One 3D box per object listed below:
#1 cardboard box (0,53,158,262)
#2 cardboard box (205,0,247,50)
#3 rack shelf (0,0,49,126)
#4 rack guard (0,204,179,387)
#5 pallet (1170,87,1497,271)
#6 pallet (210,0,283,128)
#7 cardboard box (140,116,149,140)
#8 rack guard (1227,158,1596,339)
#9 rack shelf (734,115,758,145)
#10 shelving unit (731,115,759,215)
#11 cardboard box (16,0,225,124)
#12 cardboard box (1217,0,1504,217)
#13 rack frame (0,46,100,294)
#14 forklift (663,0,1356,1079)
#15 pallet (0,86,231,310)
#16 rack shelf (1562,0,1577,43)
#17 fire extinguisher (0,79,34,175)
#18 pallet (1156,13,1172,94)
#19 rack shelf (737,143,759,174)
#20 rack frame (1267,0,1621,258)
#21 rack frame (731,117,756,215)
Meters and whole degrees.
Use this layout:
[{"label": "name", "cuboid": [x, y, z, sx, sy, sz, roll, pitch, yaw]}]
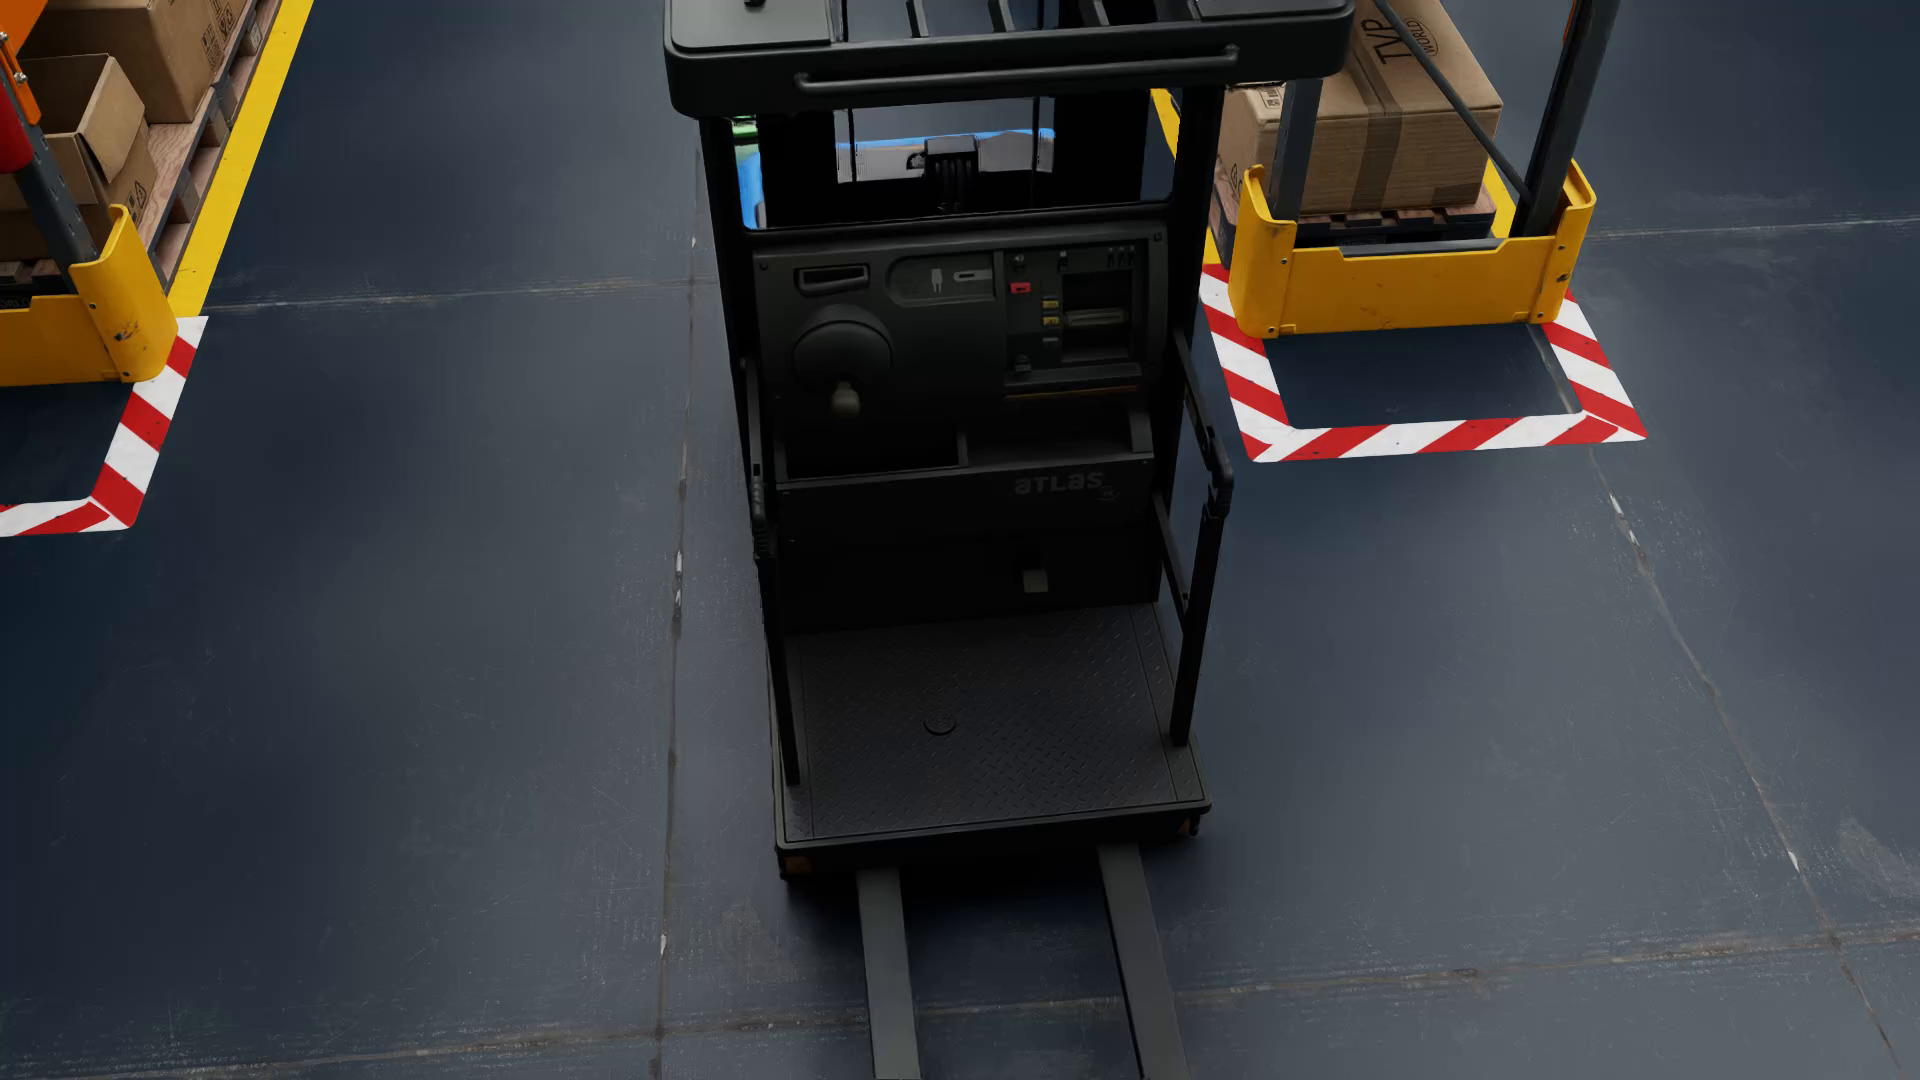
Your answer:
[{"label": "cardboard box", "cuboid": [-3.328, -1.352, 5.894, 0.797, 0.503, 0.637, -5, 47, -5]}, {"label": "cardboard box", "cuboid": [-3.306, -2.360, 6.852, 0.500, 0.500, 0.500, -3, 47, -3]}, {"label": "rack shelf", "cuboid": [-3.539, -2.817, 6.348, 1.077, 0.370, 4.000, -3, 47, -3]}, {"label": "rack guard", "cuboid": [-3.378, -0.813, 5.676, 1.175, 0.500, 0.348, -3, 47, -3]}, {"label": "pallet", "cuboid": [1.430, -1.537, 6.560, 1.003, 0.211, 1.213, -3, 47, -3]}, {"label": "pallet", "cuboid": [-3.545, -2.171, 7.161, 1.003, 0.211, 1.213, -3, 47, -3]}, {"label": "cardboard box", "cuboid": [-3.325, -1.540, 6.316, 0.380, 0.149, 0.250, -5, 47, -5]}, {"label": "rack guard", "cuboid": [1.576, -1.045, 5.895, 1.175, 0.500, 0.348, -3, 47, -3]}, {"label": "rack shelf", "cuboid": [-0.621, -1.334, 5.114, 0.258, 0.148, 0.480, -10, 47, -10]}, {"label": "shelving unit", "cuboid": [-0.621, -1.048, 5.416, 0.258, 1.200, 0.503, -10, 47, -10]}, {"label": "cardboard box", "cuboid": [-3.361, -1.971, 6.484, 0.700, 0.500, 0.500, -2, 47, -2]}, {"label": "cardboard box", "cuboid": [1.420, -1.657, 6.228, 0.875, 0.438, 0.875, -5, 47, -5]}, {"label": "rack frame", "cuboid": [-3.372, -1.617, 4.716, 1.000, 3.000, 0.127, -3, 47, -3]}, {"label": "forklift", "cuboid": [0.037, -0.398, 3.609, 1.130, 2.935, 3.031, -5, 47, -5]}, {"label": "pallet", "cuboid": [-3.446, -1.290, 6.327, 1.003, 0.211, 1.213, -3, 47, -3]}, {"label": "rack shelf", "cuboid": [1.407, -3.122, 6.636, 1.077, 0.370, 4.000, -3, 47, -3]}, {"label": "fire extinguisher", "cuboid": [-2.899, -1.384, 4.805, 0.296, 0.674, 0.183, -3, 47, -3]}, {"label": "pallet", "cuboid": [1.331, -2.417, 7.394, 1.003, 0.211, 1.213, -3, 47, -3]}, {"label": "rack shelf", "cuboid": [-0.621, -1.169, 5.288, 0.258, 0.148, 0.480, -10, 47, -10]}, {"label": "rack frame", "cuboid": [1.574, -1.922, 5.004, 1.000, 3.000, 0.127, -3, 47, -3]}, {"label": "rack frame", "cuboid": [-0.562, -0.876, 5.253, 0.240, 1.200, 0.015, -10, 47, -10]}]
